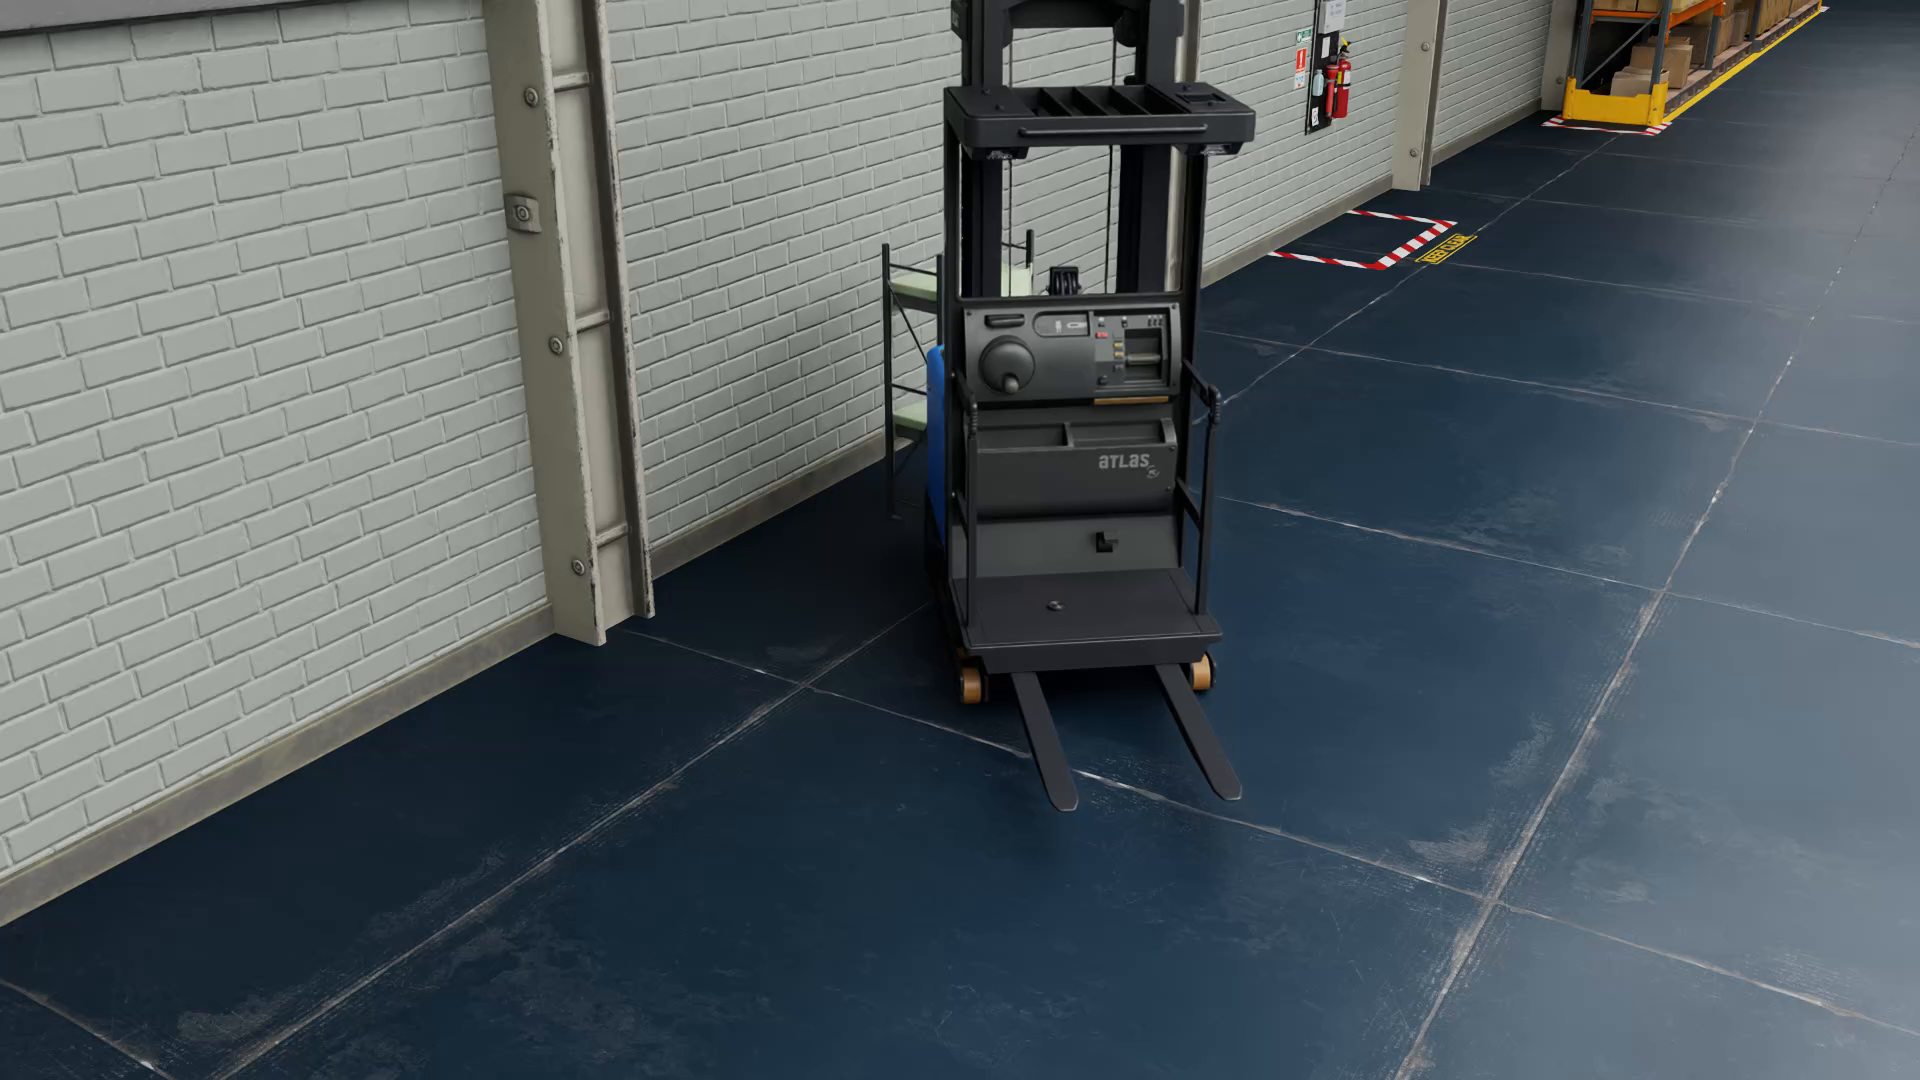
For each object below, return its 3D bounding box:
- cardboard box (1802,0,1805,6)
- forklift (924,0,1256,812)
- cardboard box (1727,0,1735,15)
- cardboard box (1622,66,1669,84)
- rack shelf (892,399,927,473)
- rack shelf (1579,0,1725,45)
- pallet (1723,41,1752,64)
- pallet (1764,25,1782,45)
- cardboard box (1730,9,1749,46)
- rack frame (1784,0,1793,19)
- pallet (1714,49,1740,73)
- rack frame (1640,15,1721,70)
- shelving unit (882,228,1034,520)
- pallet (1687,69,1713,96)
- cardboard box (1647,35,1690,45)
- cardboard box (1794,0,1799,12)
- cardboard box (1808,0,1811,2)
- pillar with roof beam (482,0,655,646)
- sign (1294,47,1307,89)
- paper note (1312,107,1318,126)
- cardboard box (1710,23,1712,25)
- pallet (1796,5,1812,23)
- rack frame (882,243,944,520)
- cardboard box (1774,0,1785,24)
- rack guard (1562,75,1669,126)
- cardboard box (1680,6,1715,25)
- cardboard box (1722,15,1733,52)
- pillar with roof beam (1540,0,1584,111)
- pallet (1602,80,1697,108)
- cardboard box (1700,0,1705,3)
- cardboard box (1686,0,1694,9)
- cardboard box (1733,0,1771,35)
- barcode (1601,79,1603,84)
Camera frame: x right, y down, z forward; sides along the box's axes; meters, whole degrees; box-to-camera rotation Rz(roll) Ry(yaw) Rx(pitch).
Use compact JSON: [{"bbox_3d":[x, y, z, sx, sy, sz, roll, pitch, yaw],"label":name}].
[{"bbox_3d":[15.804,-10.495,31.836,0.700,0.500,0.500,13,27,27],"label":"cardboard box"},{"bbox_3d":[0.506,-0.784,6.872,1.130,2.935,3.031,-3,24,-6],"label":"forklift"},{"bbox_3d":[11.708,-8.311,25.822,0.500,0.250,0.500,14,27,30],"label":"cardboard box"},{"bbox_3d":[8.919,-6.021,21.712,0.500,0.311,0.500,16,28,33],"label":"cardboard box"},{"bbox_3d":[-0.003,-0.584,9.031,0.431,0.370,0.720,18,29,36],"label":"rack shelf"},{"bbox_3d":[9.232,-6.990,22.027,1.077,0.370,4.000,14,27,29],"label":"rack shelf"},{"bbox_3d":[11.984,-7.802,26.508,1.003,0.211,1.213,14,27,29],"label":"pallet"},{"bbox_3d":[13.521,-8.726,28.642,1.003,0.211,1.213,14,27,29],"label":"pallet"},{"bbox_3d":[12.062,-8.146,26.385,0.700,0.500,0.500,14,27,30],"label":"cardboard box"},{"bbox_3d":[14.507,-10.696,29.681,1.000,3.000,0.127,14,27,29],"label":"rack frame"},{"bbox_3d":[11.339,-7.392,25.560,1.003,0.211,1.213,14,27,29],"label":"pallet"},{"bbox_3d":[10.287,-7.996,23.444,1.000,3.000,0.127,14,27,29],"label":"rack frame"},{"bbox_3d":[-0.003,-0.883,8.902,0.431,1.500,0.755,18,29,36],"label":"shelving unit"},{"bbox_3d":[9.963,-6.482,23.457,1.003,0.211,1.213,14,27,29],"label":"pallet"},{"bbox_3d":[9.774,-6.692,23.024,0.500,0.500,0.500,12,26,25],"label":"cardboard box"},{"bbox_3d":[15.256,-10.141,31.017,0.700,0.500,0.500,14,27,28],"label":"cardboard box"},{"bbox_3d":[16.333,-10.834,32.618,0.700,0.500,0.500,14,27,29],"label":"cardboard box"},{"bbox_3d":[1.974,-2.839,3.980,9.100,9.000,0.400,14,27,29],"label":"pillar with roof beam"},{"bbox_3d":[2.931,-4.063,14.315,0.001,0.329,0.234,14,27,29],"label":"sign"},{"bbox_3d":[3.159,-3.762,14.774,0.016,0.148,0.142,14,27,29],"label":"paper note"},{"bbox_3d":[10.891,-7.487,24.862,0.700,0.500,0.500,13,27,28],"label":"cardboard box"},{"bbox_3d":[15.617,-10.070,31.745,1.003,0.211,1.213,14,27,29],"label":"pallet"},{"bbox_3d":[-0.237,-0.771,8.644,0.400,1.500,0.023,18,29,36],"label":"rack frame"},{"bbox_3d":[13.808,-9.355,28.760,0.750,0.750,0.750,15,27,31],"label":"cardboard box"},{"bbox_3d":[8.217,-5.524,20.881,1.175,0.500,0.348,14,27,29],"label":"rack guard"},{"bbox_3d":[10.891,-7.796,24.631,0.500,0.250,0.500,13,27,28],"label":"cardboard box"},{"bbox_3d":[11.453,-7.823,25.638,0.700,0.500,0.500,14,27,29],"label":"cardboard box"},{"bbox_3d":[11.469,-8.914,18.014,9.100,9.000,0.400,14,27,29],"label":"pillar with roof beam"},{"bbox_3d":[9.320,-6.068,22.502,1.003,0.211,1.213,14,27,29],"label":"pallet"},{"bbox_3d":[9.508,-7.203,21.777,0.500,0.250,0.500,14,27,29],"label":"cardboard box"},{"bbox_3d":[8.966,-6.862,20.989,0.500,0.250,0.500,13,27,27],"label":"cardboard box"},{"bbox_3d":[12.896,-8.772,27.416,0.750,0.750,0.750,13,27,28],"label":"cardboard box"},{"bbox_3d":[8.288,-5.922,21.474,0.001,0.075,0.075,14,27,29],"label":"barcode"}]
